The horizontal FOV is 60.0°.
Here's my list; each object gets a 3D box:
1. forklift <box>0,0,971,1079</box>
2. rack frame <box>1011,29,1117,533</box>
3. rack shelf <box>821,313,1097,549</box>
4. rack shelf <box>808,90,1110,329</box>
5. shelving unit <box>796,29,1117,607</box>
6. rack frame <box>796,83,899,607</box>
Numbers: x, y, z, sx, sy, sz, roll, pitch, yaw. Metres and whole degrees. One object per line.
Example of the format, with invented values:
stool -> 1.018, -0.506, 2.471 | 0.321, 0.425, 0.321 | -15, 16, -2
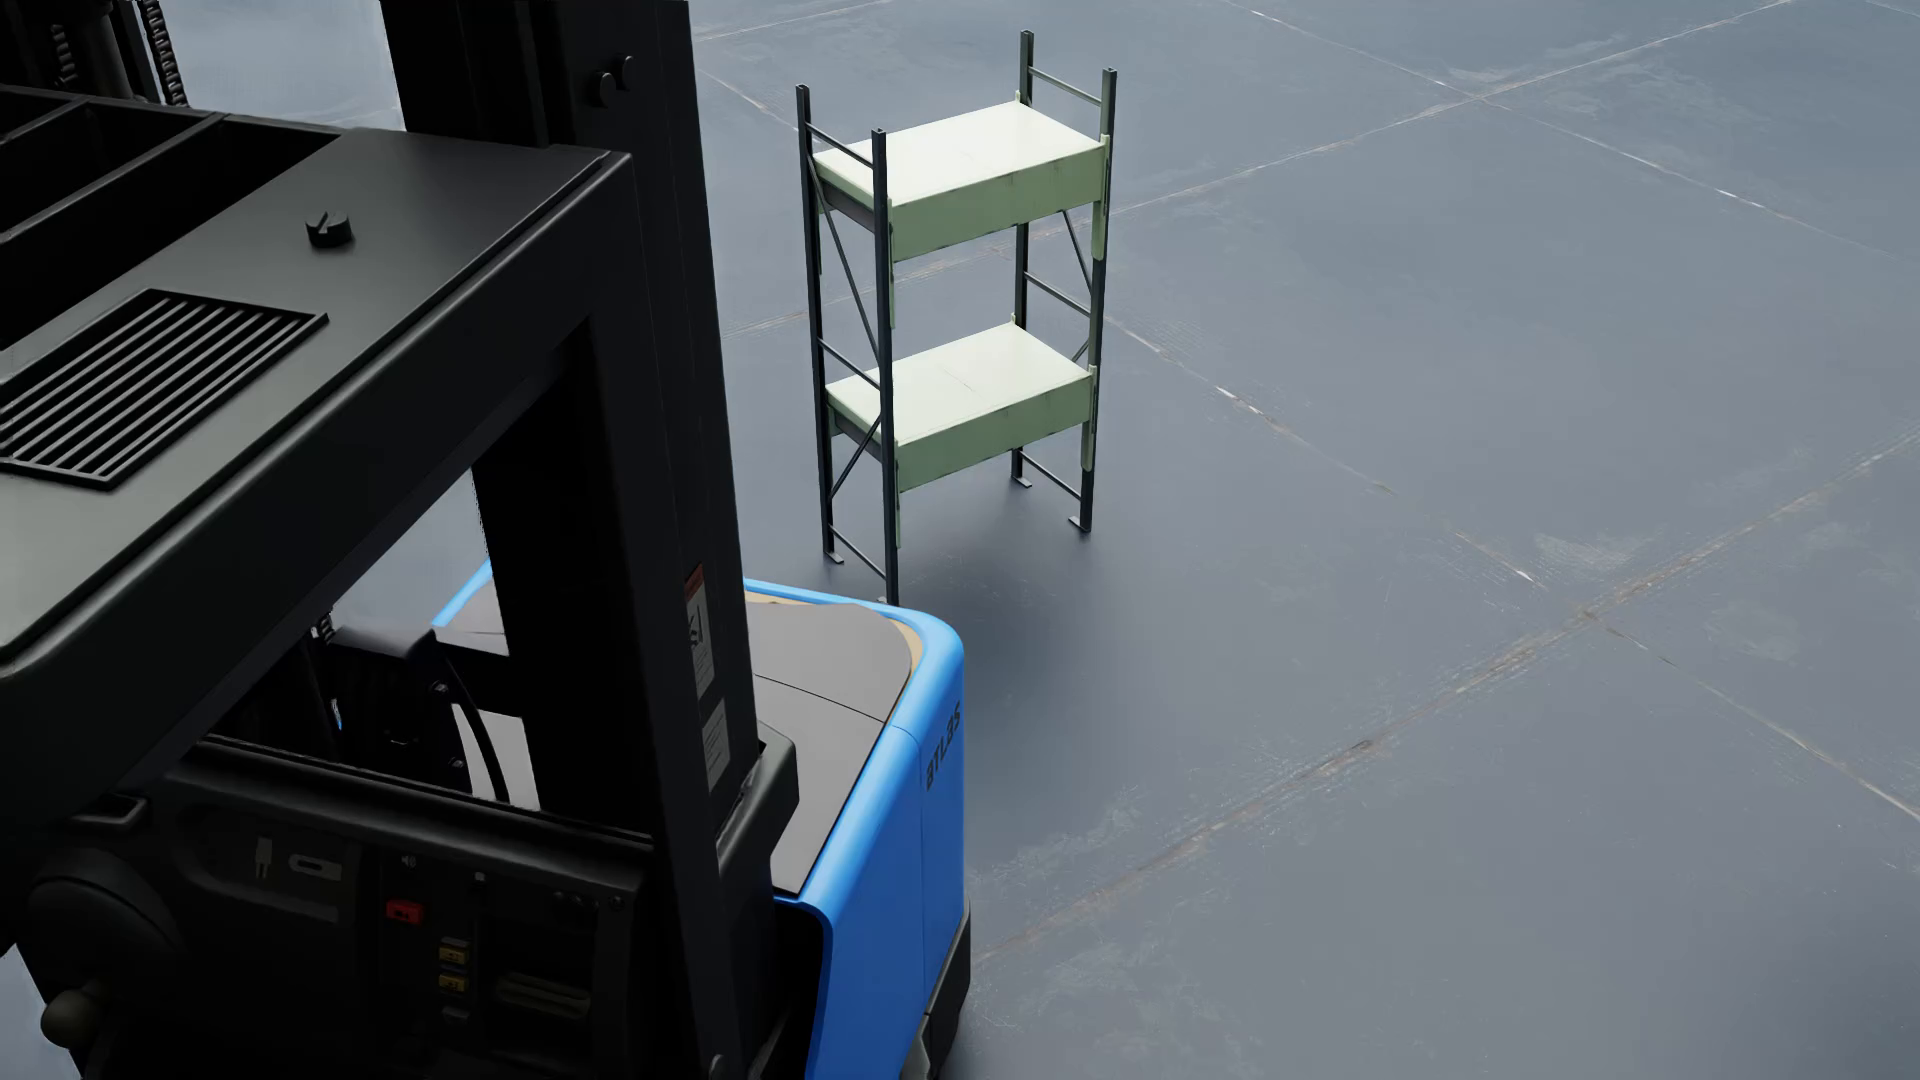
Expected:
forklift -> -0.894, 0.572, 1.945 | 1.130, 2.935, 3.031 | 10, 37, 14
rack frame -> 0.294, -0.730, 4.980 | 0.023, 1.500, 0.400 | -22, 41, -28
rack shelf -> -0.005, -0.342, 4.999 | 0.720, 0.370, 0.431 | -22, 41, -28
rack shelf -> -0.005, -0.923, 4.581 | 0.720, 0.370, 0.431 | -22, 41, -28
shelving unit -> -0.005, -0.607, 4.809 | 0.755, 1.500, 0.431 | -22, 41, -28
rack frame -> -0.305, -0.484, 4.638 | 0.023, 1.500, 0.400 | -22, 41, -28
